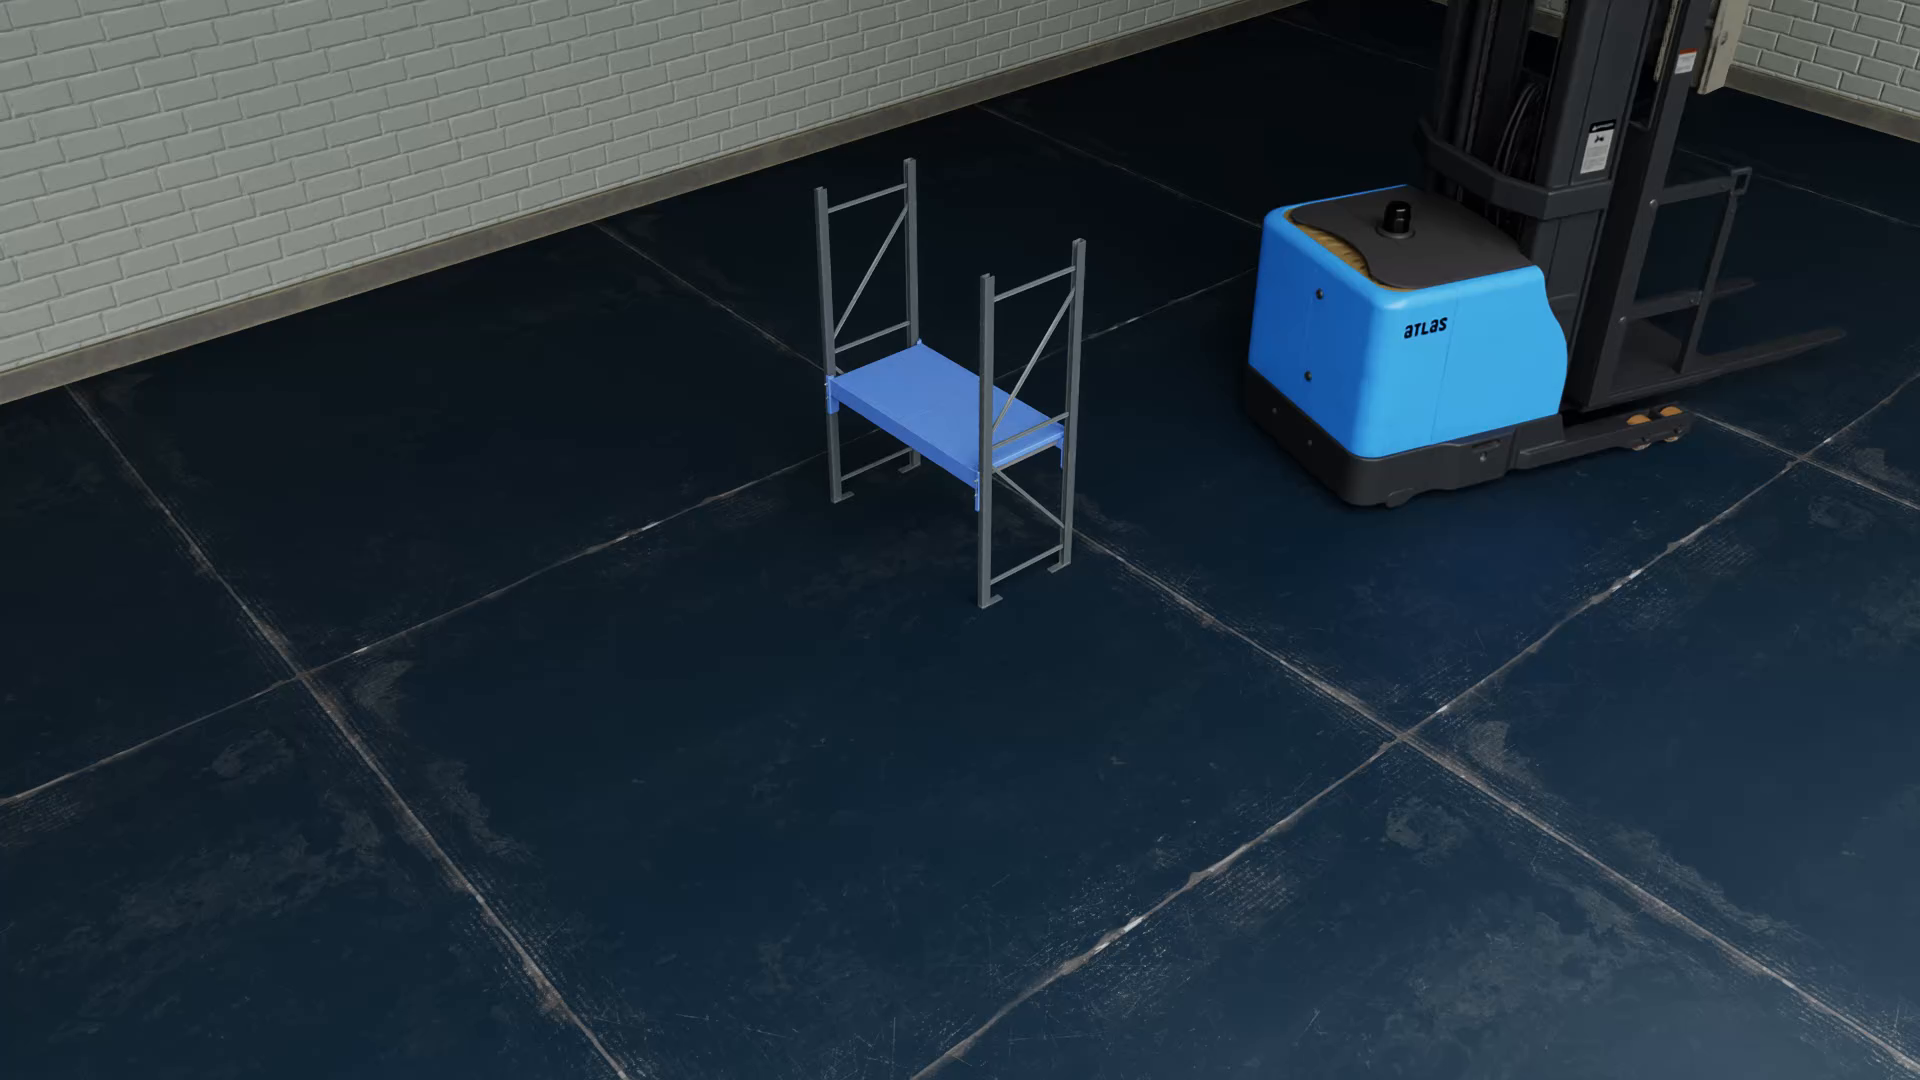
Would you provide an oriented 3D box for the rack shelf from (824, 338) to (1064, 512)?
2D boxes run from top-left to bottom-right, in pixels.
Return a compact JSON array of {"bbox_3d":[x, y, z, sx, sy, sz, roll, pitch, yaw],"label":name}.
[{"bbox_3d":[-0.055,-0.503,6.974,0.538,0.185,1.000,-26,43,-32],"label":"rack shelf"}]

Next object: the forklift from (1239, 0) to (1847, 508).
[{"bbox_3d":[2.921,-1.886,7.378,3.031,2.935,1.130,-14,38,-18],"label":"forklift"}]

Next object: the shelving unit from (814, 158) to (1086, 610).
[{"bbox_3d":[-0.055,-0.650,6.870,0.538,1.500,1.048,-26,43,-32],"label":"shelving unit"}]

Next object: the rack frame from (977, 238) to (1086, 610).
[{"bbox_3d":[0.273,-0.425,6.553,0.500,1.500,0.032,-26,43,-32],"label":"rack frame"}]

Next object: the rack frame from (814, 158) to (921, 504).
[{"bbox_3d":[-0.383,-0.874,7.187,0.500,1.500,0.032,-26,43,-32],"label":"rack frame"}]

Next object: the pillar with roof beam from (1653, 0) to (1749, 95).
[{"bbox_3d":[1.912,-5.332,6.993,9.100,9.000,0.400,-26,43,-32],"label":"pillar with roof beam"}]
